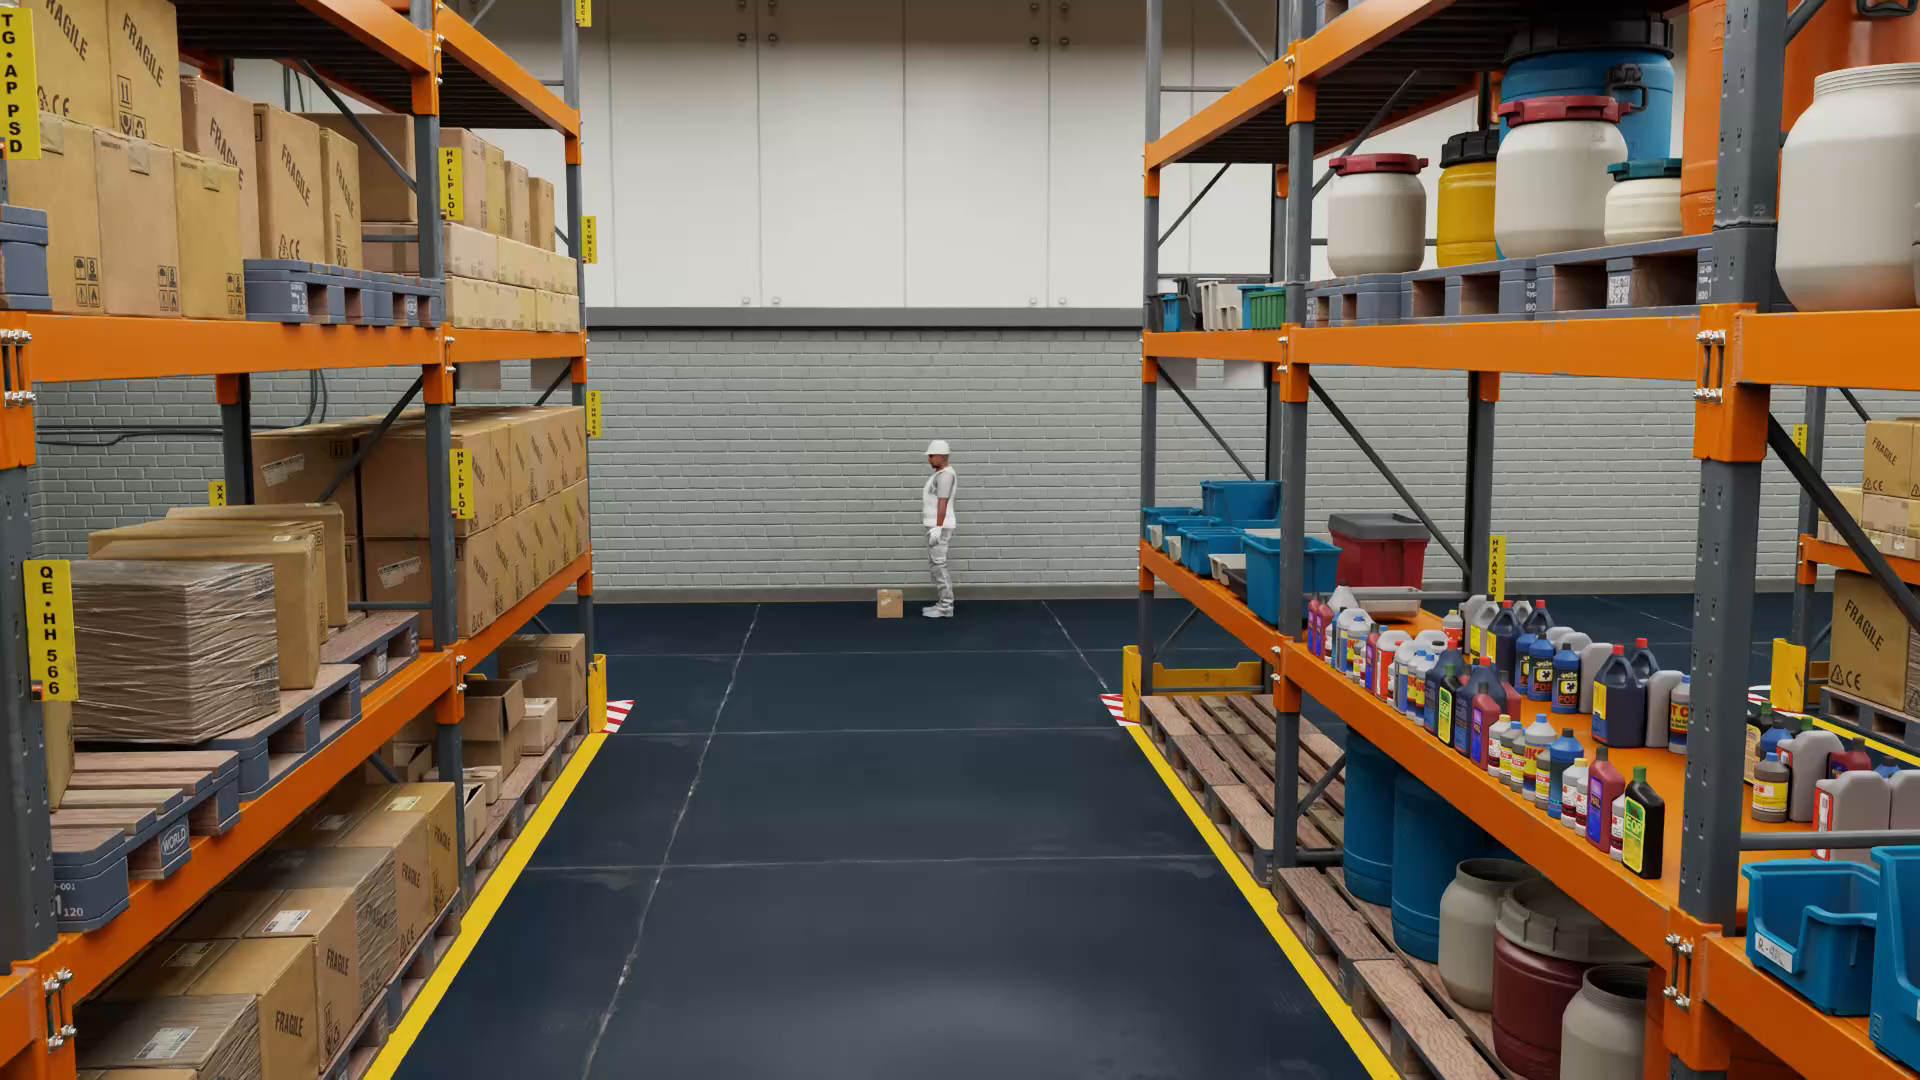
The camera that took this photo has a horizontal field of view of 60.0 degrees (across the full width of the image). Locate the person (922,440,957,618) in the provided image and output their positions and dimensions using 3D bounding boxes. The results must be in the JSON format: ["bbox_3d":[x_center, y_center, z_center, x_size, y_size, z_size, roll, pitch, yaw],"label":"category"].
[{"bbox_3d":[-0.203,-0.119,16.683,0.354,1.776,0.548,0,7,-3],"label":"person"}]
